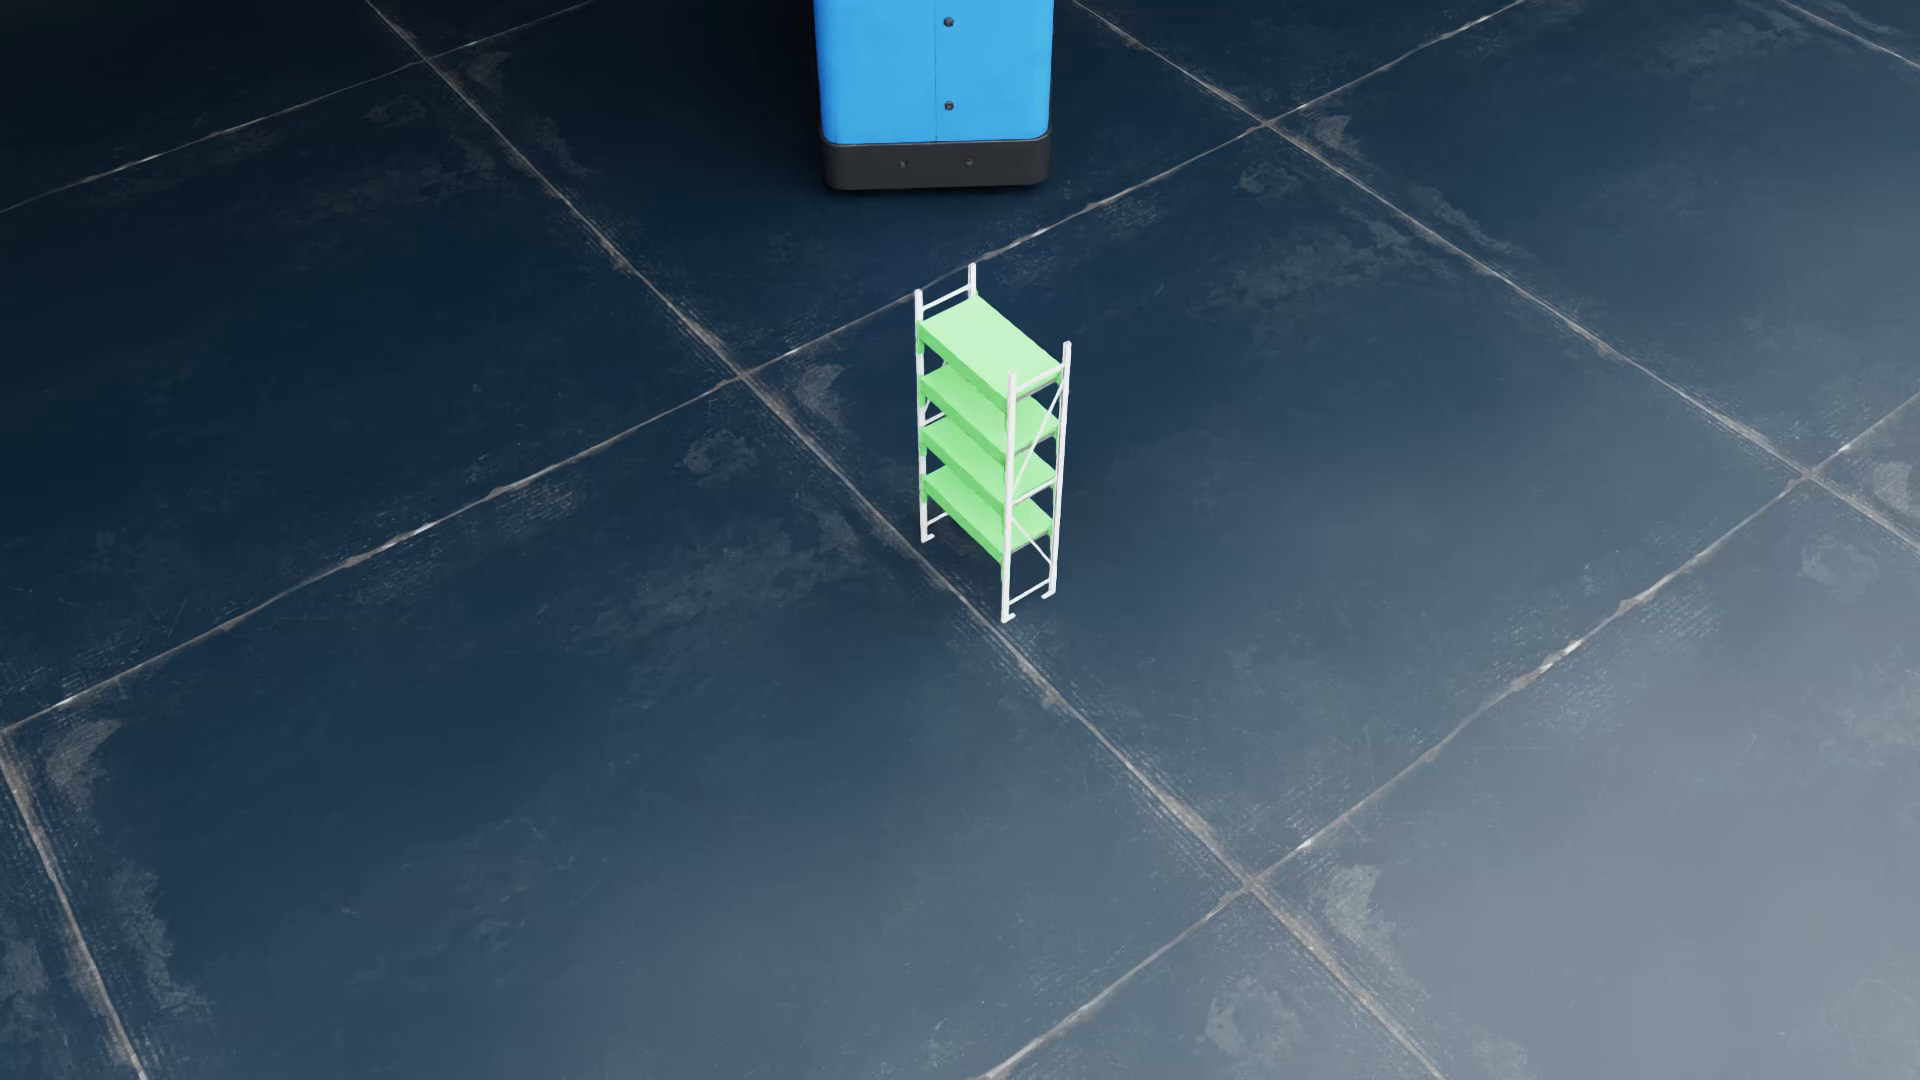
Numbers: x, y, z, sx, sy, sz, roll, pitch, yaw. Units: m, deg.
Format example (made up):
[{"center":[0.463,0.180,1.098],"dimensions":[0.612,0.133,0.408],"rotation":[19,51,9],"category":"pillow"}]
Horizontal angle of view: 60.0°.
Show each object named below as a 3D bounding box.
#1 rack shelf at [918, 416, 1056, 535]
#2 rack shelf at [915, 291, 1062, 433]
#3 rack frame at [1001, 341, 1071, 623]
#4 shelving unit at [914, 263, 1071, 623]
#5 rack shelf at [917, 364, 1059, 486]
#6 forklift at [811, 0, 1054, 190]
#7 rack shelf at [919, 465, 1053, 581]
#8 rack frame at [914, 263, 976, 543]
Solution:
[{"center":[0.100,-0.262,5.764],"dimensions":[0.258,0.148,0.480],"rotation":[-29,54,-24],"category":"rack shelf"},{"center":[0.100,-0.585,5.409],"dimensions":[0.258,0.148,0.480],"rotation":[-29,54,-24],"category":"rack shelf"},{"center":[0.248,-0.162,5.587],"dimensions":[0.240,1.200,0.015],"rotation":[-29,54,-24],"category":"rack frame"},{"center":[0.100,-0.305,5.717],"dimensions":[0.258,1.200,0.503],"rotation":[-29,54,-24],"category":"shelving unit"},{"center":[0.100,-0.424,5.587],"dimensions":[0.258,0.148,0.480],"rotation":[-29,54,-24],"category":"rack shelf"},{"center":[-0.180,-3.671,7.600],"dimensions":[1.130,2.935,3.031],"rotation":[-2,48,-2],"category":"forklift"},{"center":[0.100,-0.101,5.942],"dimensions":[0.258,0.148,0.480],"rotation":[-29,54,-24],"category":"rack shelf"},{"center":[-0.048,-0.449,5.847],"dimensions":[0.240,1.200,0.015],"rotation":[-29,54,-24],"category":"rack frame"}]
